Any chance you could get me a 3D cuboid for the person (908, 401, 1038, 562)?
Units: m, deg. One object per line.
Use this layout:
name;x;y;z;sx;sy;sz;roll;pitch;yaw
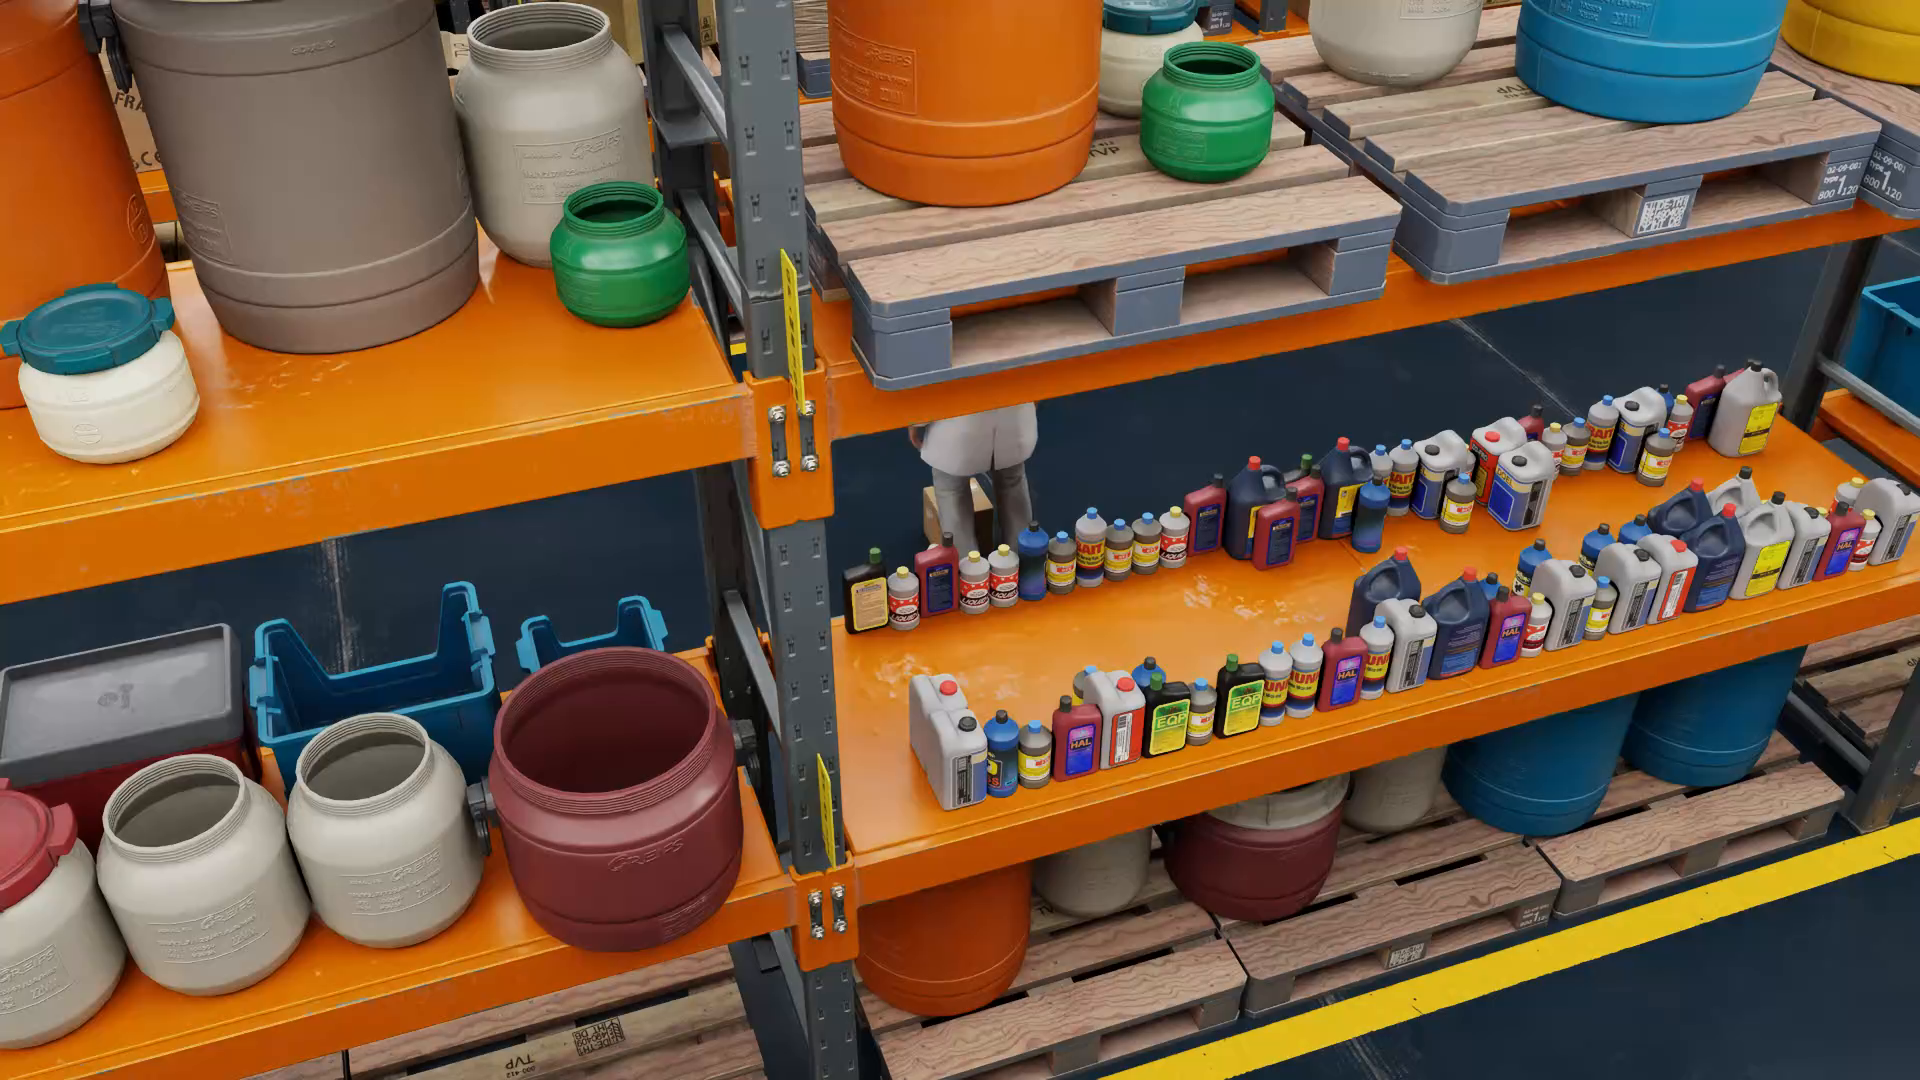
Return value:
person;0.070;-0.557;6.897;0.653;1.774;0.424;-15;40;-18
